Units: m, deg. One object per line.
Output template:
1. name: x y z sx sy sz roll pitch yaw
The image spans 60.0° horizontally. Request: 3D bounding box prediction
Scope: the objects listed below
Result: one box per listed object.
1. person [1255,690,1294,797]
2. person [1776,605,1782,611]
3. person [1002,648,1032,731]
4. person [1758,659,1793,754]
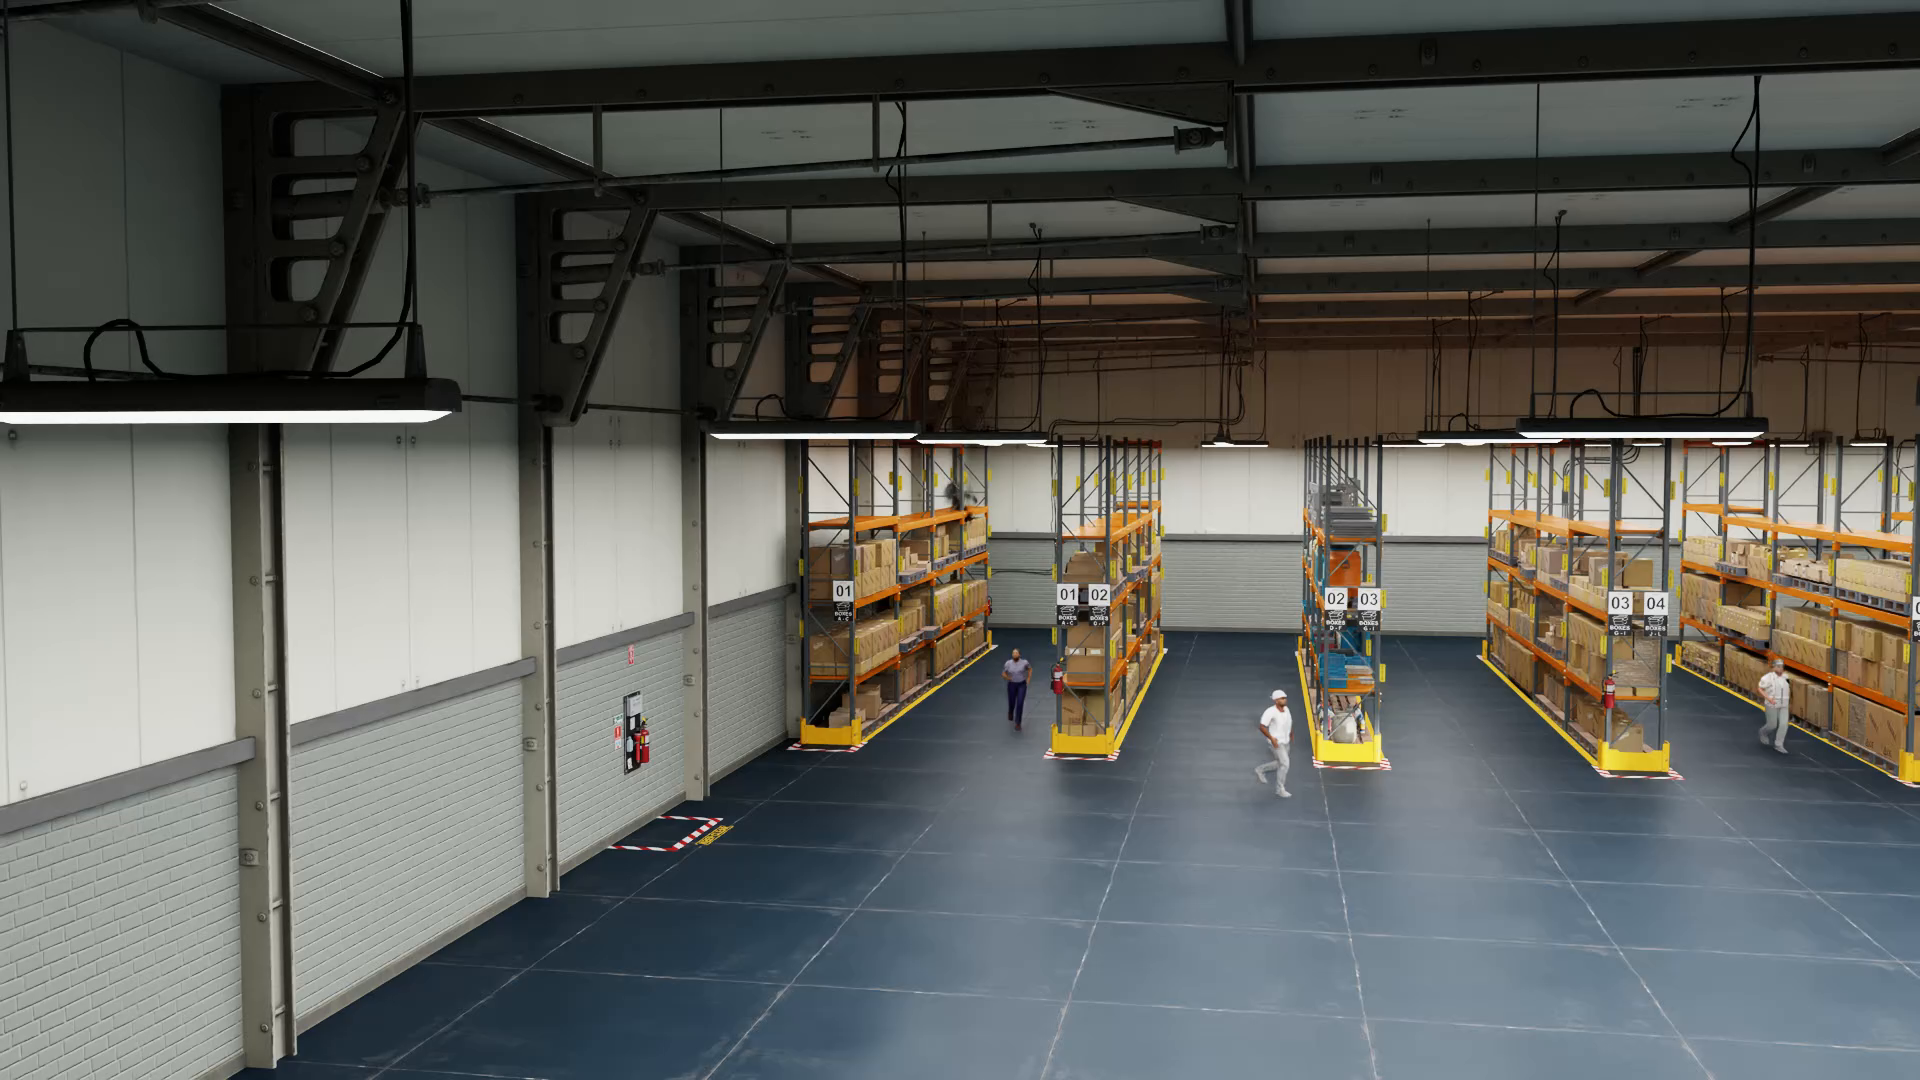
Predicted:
1. person: 5.227 3.358 27.659 0.702 1.764 0.742 -3 4 -45
2. person: 21.338 2.559 43.328 0.613 1.724 0.700 0 3 -1
3. person: 1.181 3.060 34.354 0.615 1.645 0.914 0 3 6
4. person: 15.560 3.139 31.734 0.667 1.765 0.781 0 3 1
